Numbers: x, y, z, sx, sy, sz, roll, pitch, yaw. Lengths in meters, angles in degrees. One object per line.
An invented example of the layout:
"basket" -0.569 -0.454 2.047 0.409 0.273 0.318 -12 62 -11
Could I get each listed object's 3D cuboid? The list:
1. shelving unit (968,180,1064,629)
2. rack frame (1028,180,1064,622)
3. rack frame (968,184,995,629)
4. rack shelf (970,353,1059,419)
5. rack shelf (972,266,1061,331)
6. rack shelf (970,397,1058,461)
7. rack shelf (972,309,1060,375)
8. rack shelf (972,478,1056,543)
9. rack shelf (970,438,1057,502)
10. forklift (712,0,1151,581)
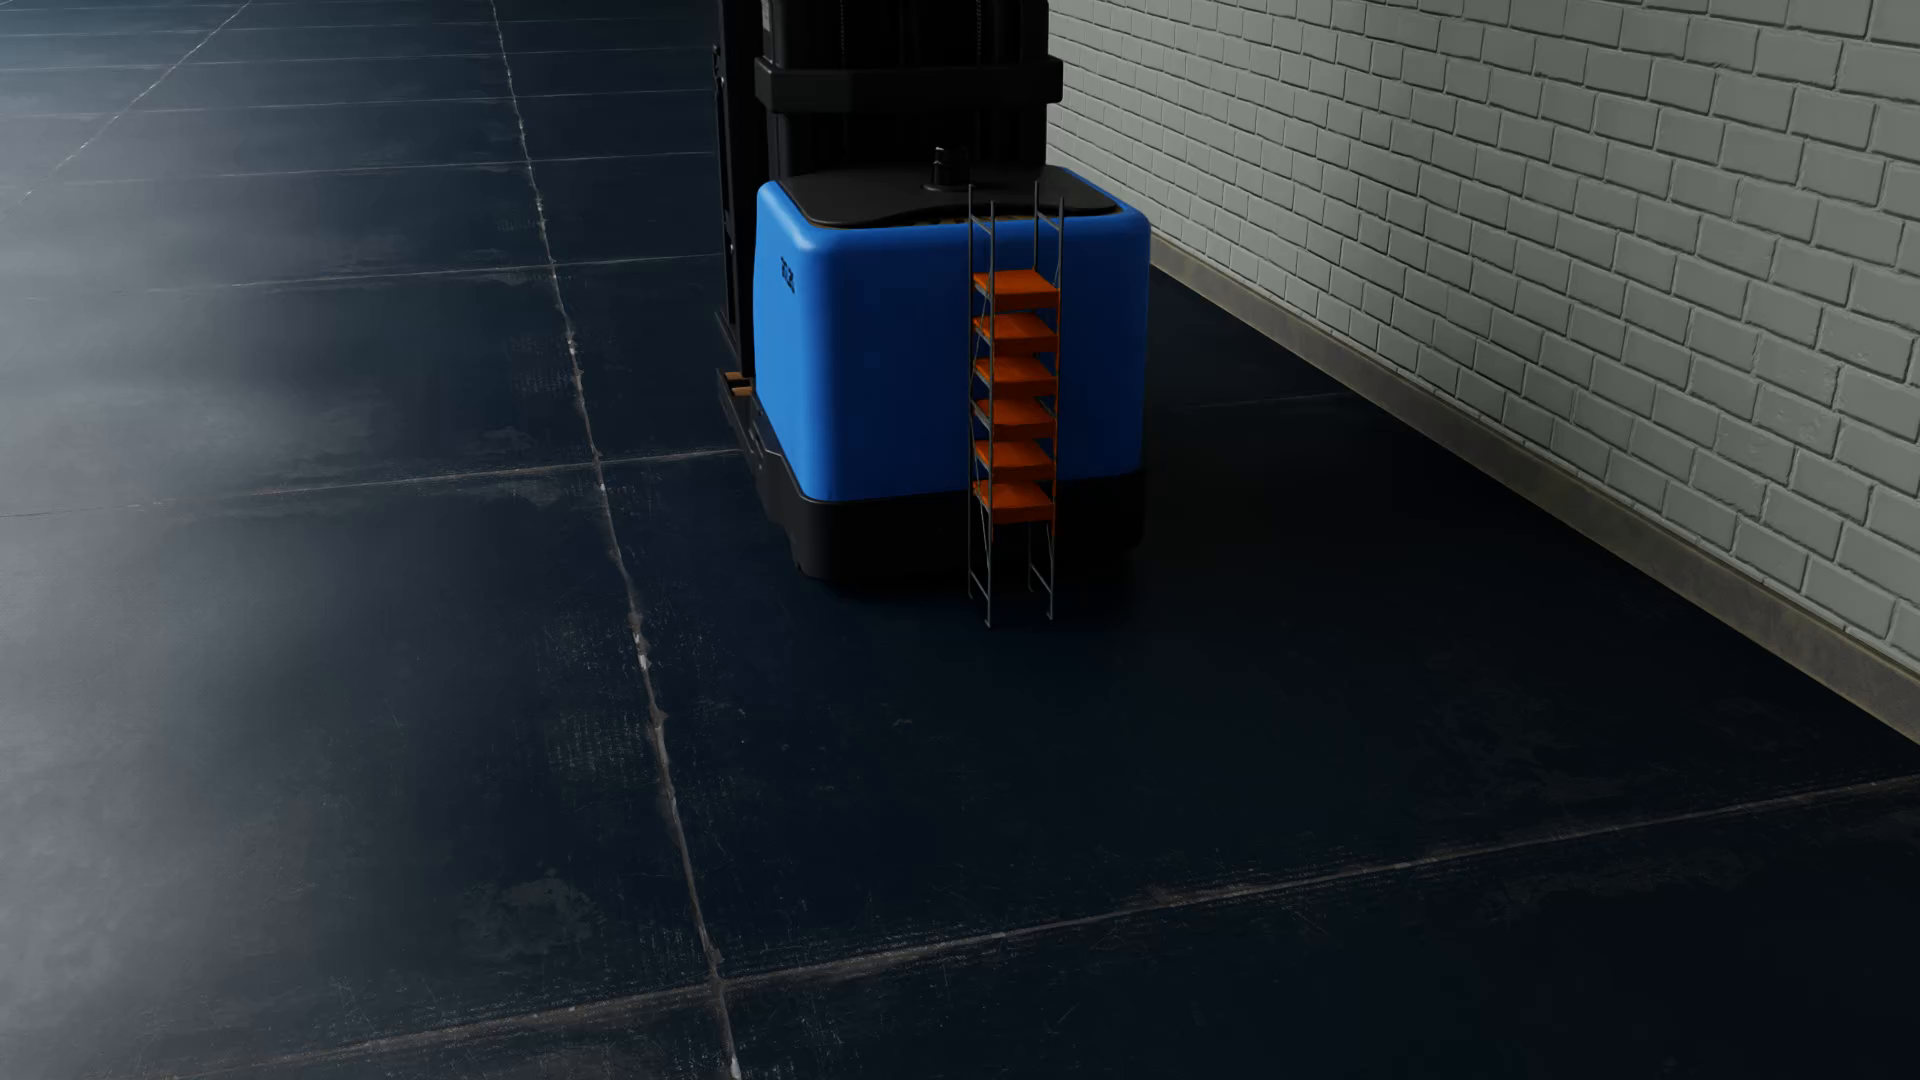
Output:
"shelving unit" 0.144 -0.356 4.557 0.189 1.200 0.258 -6 24 -13
"rack frame" 0.233 -0.365 4.578 0.006 1.200 0.240 -6 24 -13
"rack frame" 0.056 -0.347 4.536 0.006 1.200 0.240 -6 24 -13
"rack shelf" 0.144 -0.425 4.528 0.180 0.103 0.258 -6 24 -13
"rack shelf" 0.144 -0.646 4.432 0.180 0.103 0.258 -6 24 -13
"rack shelf" 0.144 -0.315 4.575 0.180 0.103 0.258 -6 24 -13
"rack shelf" 0.144 -0.536 4.480 0.180 0.103 0.258 -6 24 -13
"rack shelf" 0.144 -0.095 4.670 0.180 0.103 0.258 -6 24 -13
"rack shelf" 0.144 -0.205 4.623 0.180 0.103 0.258 -6 24 -13
"forklift" -0.306 -1.783 5.688 1.130 2.935 3.031 -6 24 -13
